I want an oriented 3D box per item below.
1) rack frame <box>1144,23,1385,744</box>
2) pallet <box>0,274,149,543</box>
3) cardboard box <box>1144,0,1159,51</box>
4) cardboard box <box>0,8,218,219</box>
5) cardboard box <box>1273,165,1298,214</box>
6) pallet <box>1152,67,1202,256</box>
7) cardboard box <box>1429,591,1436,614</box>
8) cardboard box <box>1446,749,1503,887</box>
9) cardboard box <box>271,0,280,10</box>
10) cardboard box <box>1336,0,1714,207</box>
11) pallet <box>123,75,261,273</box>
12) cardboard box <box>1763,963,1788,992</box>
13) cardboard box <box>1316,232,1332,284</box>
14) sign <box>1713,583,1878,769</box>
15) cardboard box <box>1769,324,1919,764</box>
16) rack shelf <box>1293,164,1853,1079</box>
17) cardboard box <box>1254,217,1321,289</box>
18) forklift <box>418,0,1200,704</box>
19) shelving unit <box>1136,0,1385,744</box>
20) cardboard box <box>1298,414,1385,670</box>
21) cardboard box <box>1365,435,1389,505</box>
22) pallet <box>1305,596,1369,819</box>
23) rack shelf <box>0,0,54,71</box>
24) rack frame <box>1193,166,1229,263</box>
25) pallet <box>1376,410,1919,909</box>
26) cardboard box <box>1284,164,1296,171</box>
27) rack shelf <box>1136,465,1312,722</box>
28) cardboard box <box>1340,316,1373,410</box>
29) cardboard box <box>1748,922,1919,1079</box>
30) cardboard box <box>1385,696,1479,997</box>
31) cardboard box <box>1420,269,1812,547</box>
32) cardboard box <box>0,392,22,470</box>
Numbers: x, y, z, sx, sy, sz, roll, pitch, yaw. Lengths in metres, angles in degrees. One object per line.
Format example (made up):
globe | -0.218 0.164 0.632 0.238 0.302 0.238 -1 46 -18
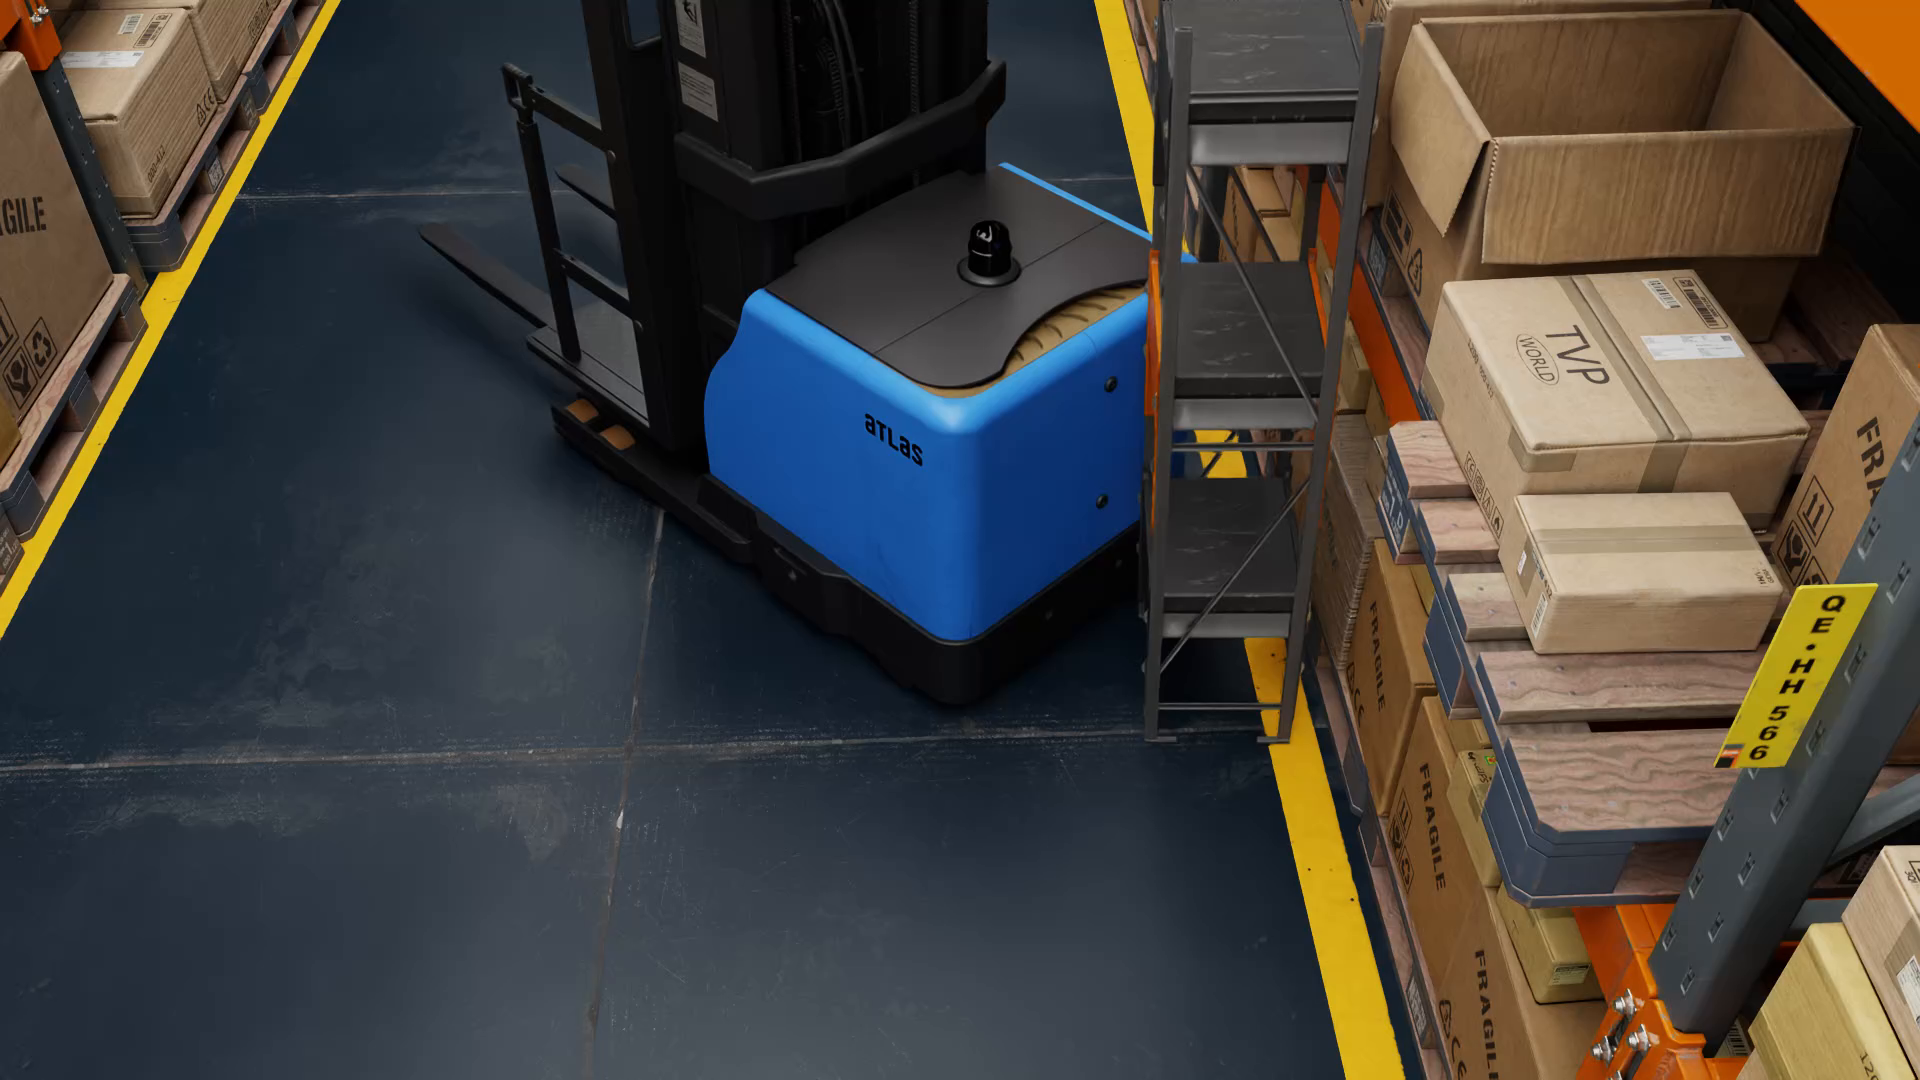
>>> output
rack frame | 0.665 -0.215 3.916 0.400 2.100 0.015 0 42 4
pallet | -3.455 -0.460 5.596 1.003 0.211 1.213 -2 43 -2
cardboard box | 1.199 -2.391 7.177 0.700 0.500 0.500 -3 43 -3
cardboard box | -3.482 -1.644 6.409 0.875 0.438 0.875 -2 43 -2
cardboard box | 1.235 -1.189 5.387 0.380 0.149 0.250 -3 43 -3
pallet | 1.368 -1.587 6.826 1.003 0.211 1.213 -2 43 -2
cardboard box | 1.317 0.208 3.862 0.380 0.149 0.250 0 43 -1
cardboard box | 1.250 0.567 3.471 0.380 0.149 0.250 -4 43 -4
cardboard box | -3.557 -2.857 7.732 0.875 0.438 0.875 -1 43 -1
cardboard box | 1.249 -1.131 3.879 0.700 0.500 0.500 -2 43 -2
pallet | -3.517 -1.494 6.724 1.003 0.211 1.213 -2 43 -2
cardboard box | 1.828 1.023 3.453 0.500 0.500 0.500 0 43 0
cardboard box | 1.282 -0.832 4.997 0.380 0.149 0.250 -2 43 -3
sign | 1.024 0.173 2.043 0.100 0.325 0.005 -2 43 -2
cardboard box | 1.700 0.005 2.640 0.500 0.500 0.500 0 43 0
rack shelf | 1.481 -0.536 4.147 1.077 0.370 4.000 -2 43 -2
cardboard box | 1.224 -0.693 5.325 0.500 0.500 0.500 -2 43 -2
forklift | -0.711 -1.512 4.731 3.031 2.935 1.130 34 52 31
shelving unit | 0.676 -0.380 4.096 0.431 2.100 0.503 0 42 4
cardboard box | 1.257 -0.005 4.575 0.500 0.500 0.500 -3 43 -3
cardboard box | 1.264 -0.146 4.248 0.380 0.149 0.250 -4 43 -4
pallet | 1.523 0.250 4.821 1.003 0.211 1.213 -2 43 -2
rack shelf | -3.478 -0.391 3.989 1.077 0.370 4.000 -2 43 -2
rack frame | 1.396 -2.152 5.377 1.000 3.000 0.127 -2 43 -2
pallet | 1.467 0.164 2.993 1.213 0.211 1.003 -2 43 -2
cardboard box | 1.205 -1.310 5.298 0.380 0.149 0.250 -4 43 -4
rack shelf | 0.709 0.147 4.576 0.431 0.518 0.480 0 42 4
cardboard box | 1.264 -0.495 4.629 0.380 0.149 0.250 0 43 0
cardboard box | 1.316 0.727 1.978 0.500 0.250 0.500 -2 43 -2
cardboard box | 1.323 0.698 3.808 0.500 0.500 0.500 -2 43 -2
cardboard box | 1.198 -0.254 3.107 0.500 0.250 0.500 -3 43 -4
cardboard box | -3.410 -0.352 4.676 0.875 0.875 0.875 -1 43 -1
